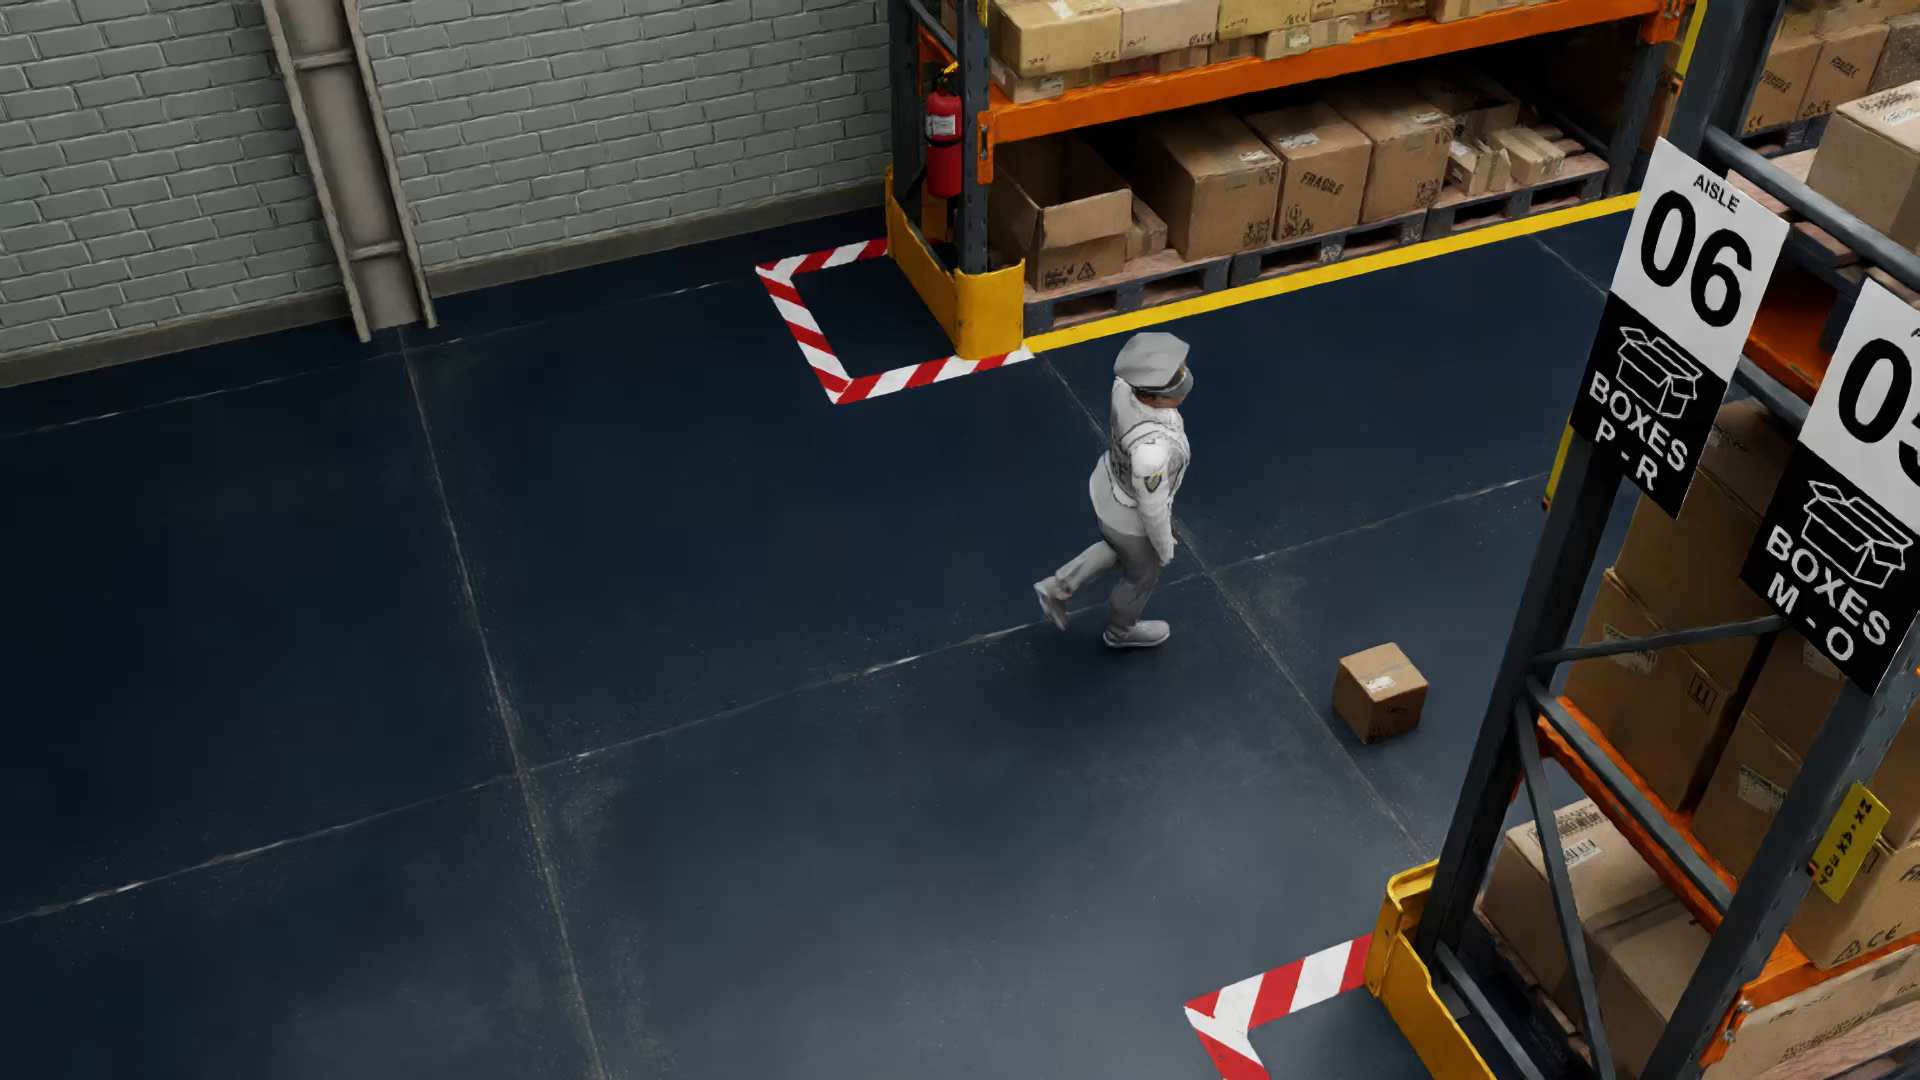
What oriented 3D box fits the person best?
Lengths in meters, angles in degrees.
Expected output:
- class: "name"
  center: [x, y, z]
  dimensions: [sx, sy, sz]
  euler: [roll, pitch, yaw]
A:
- class: "person"
  center: [0.628, -0.114, 6.273]
  dimensions: [0.538, 1.650, 0.546]
  euler: [-6, 42, -6]
